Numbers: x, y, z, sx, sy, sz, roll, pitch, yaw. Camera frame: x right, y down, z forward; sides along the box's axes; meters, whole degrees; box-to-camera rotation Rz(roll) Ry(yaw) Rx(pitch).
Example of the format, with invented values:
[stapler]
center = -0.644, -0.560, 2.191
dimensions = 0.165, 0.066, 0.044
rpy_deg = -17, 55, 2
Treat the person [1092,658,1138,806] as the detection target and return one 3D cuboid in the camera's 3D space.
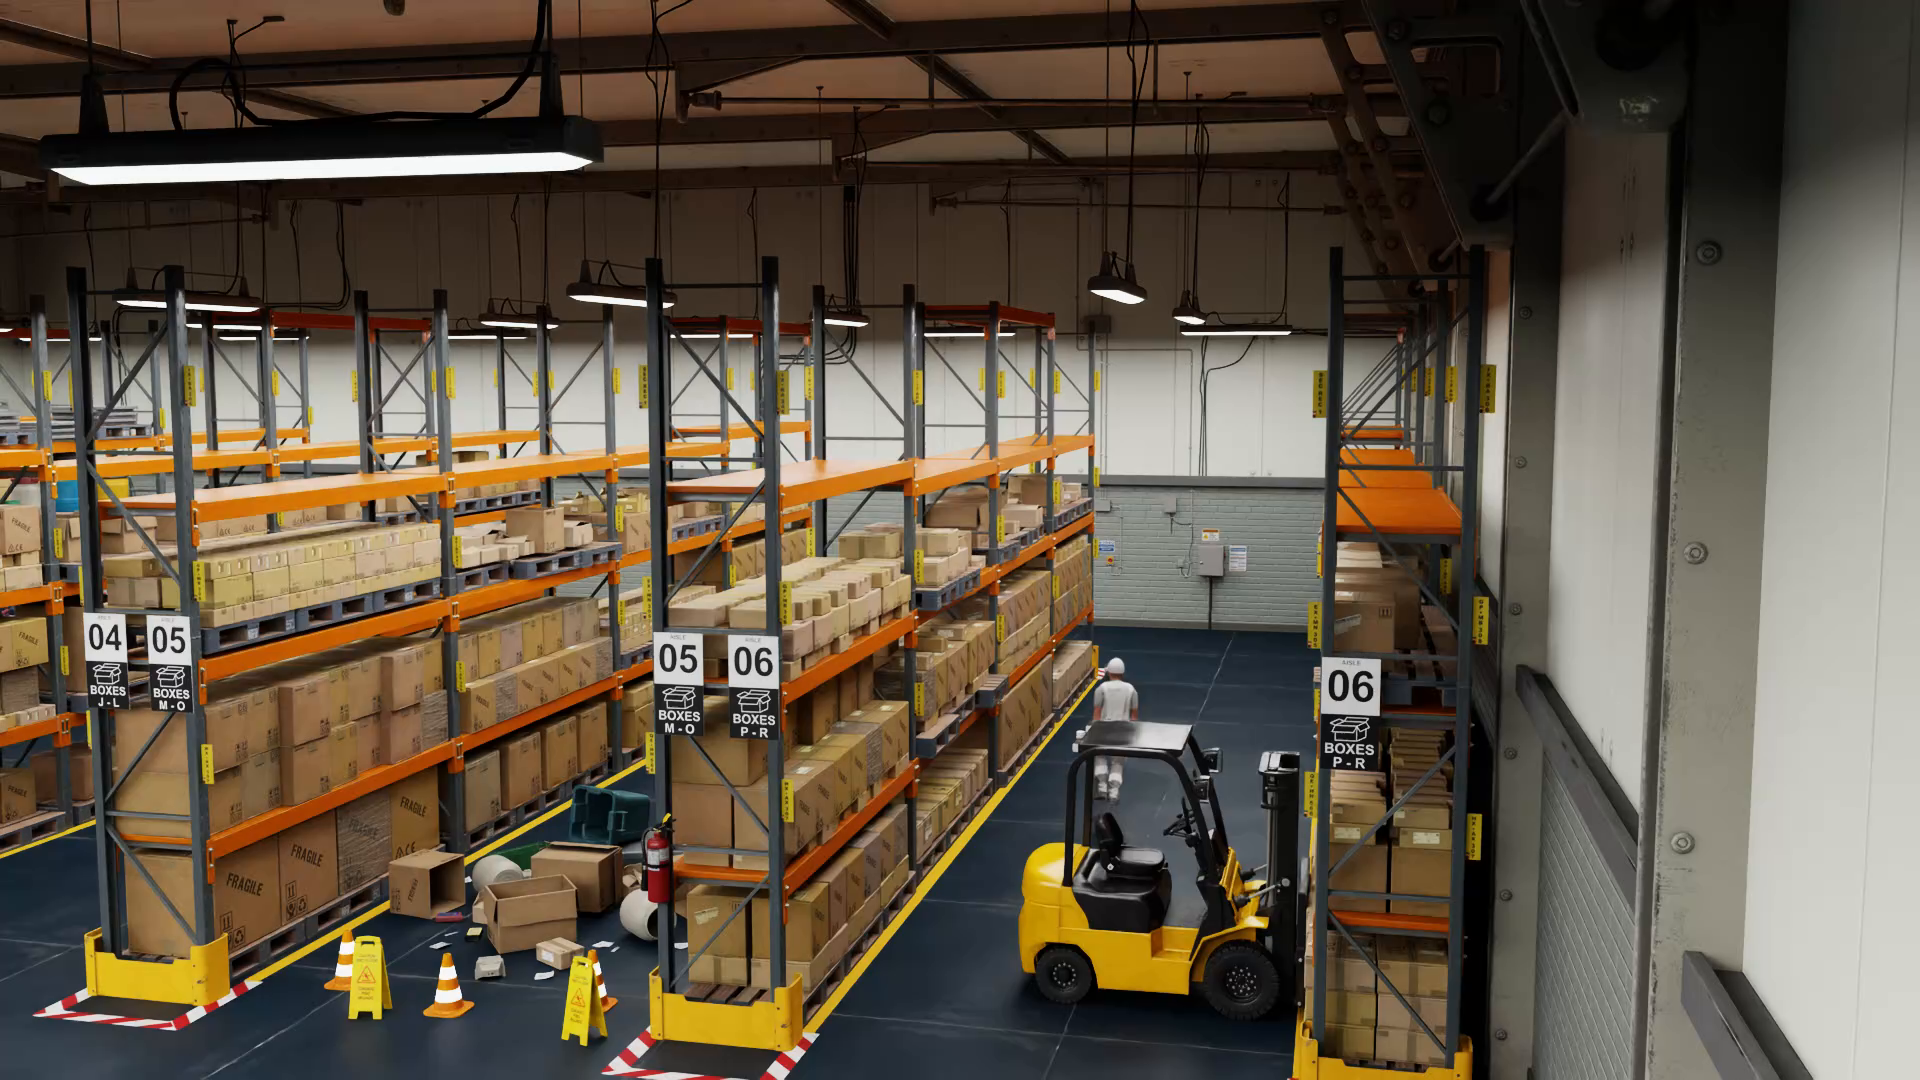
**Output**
[person]
center = 1.754, 2.186, 18.950
dimensions = 0.553, 1.698, 0.636
rpy_deg = 0, 6, 4
